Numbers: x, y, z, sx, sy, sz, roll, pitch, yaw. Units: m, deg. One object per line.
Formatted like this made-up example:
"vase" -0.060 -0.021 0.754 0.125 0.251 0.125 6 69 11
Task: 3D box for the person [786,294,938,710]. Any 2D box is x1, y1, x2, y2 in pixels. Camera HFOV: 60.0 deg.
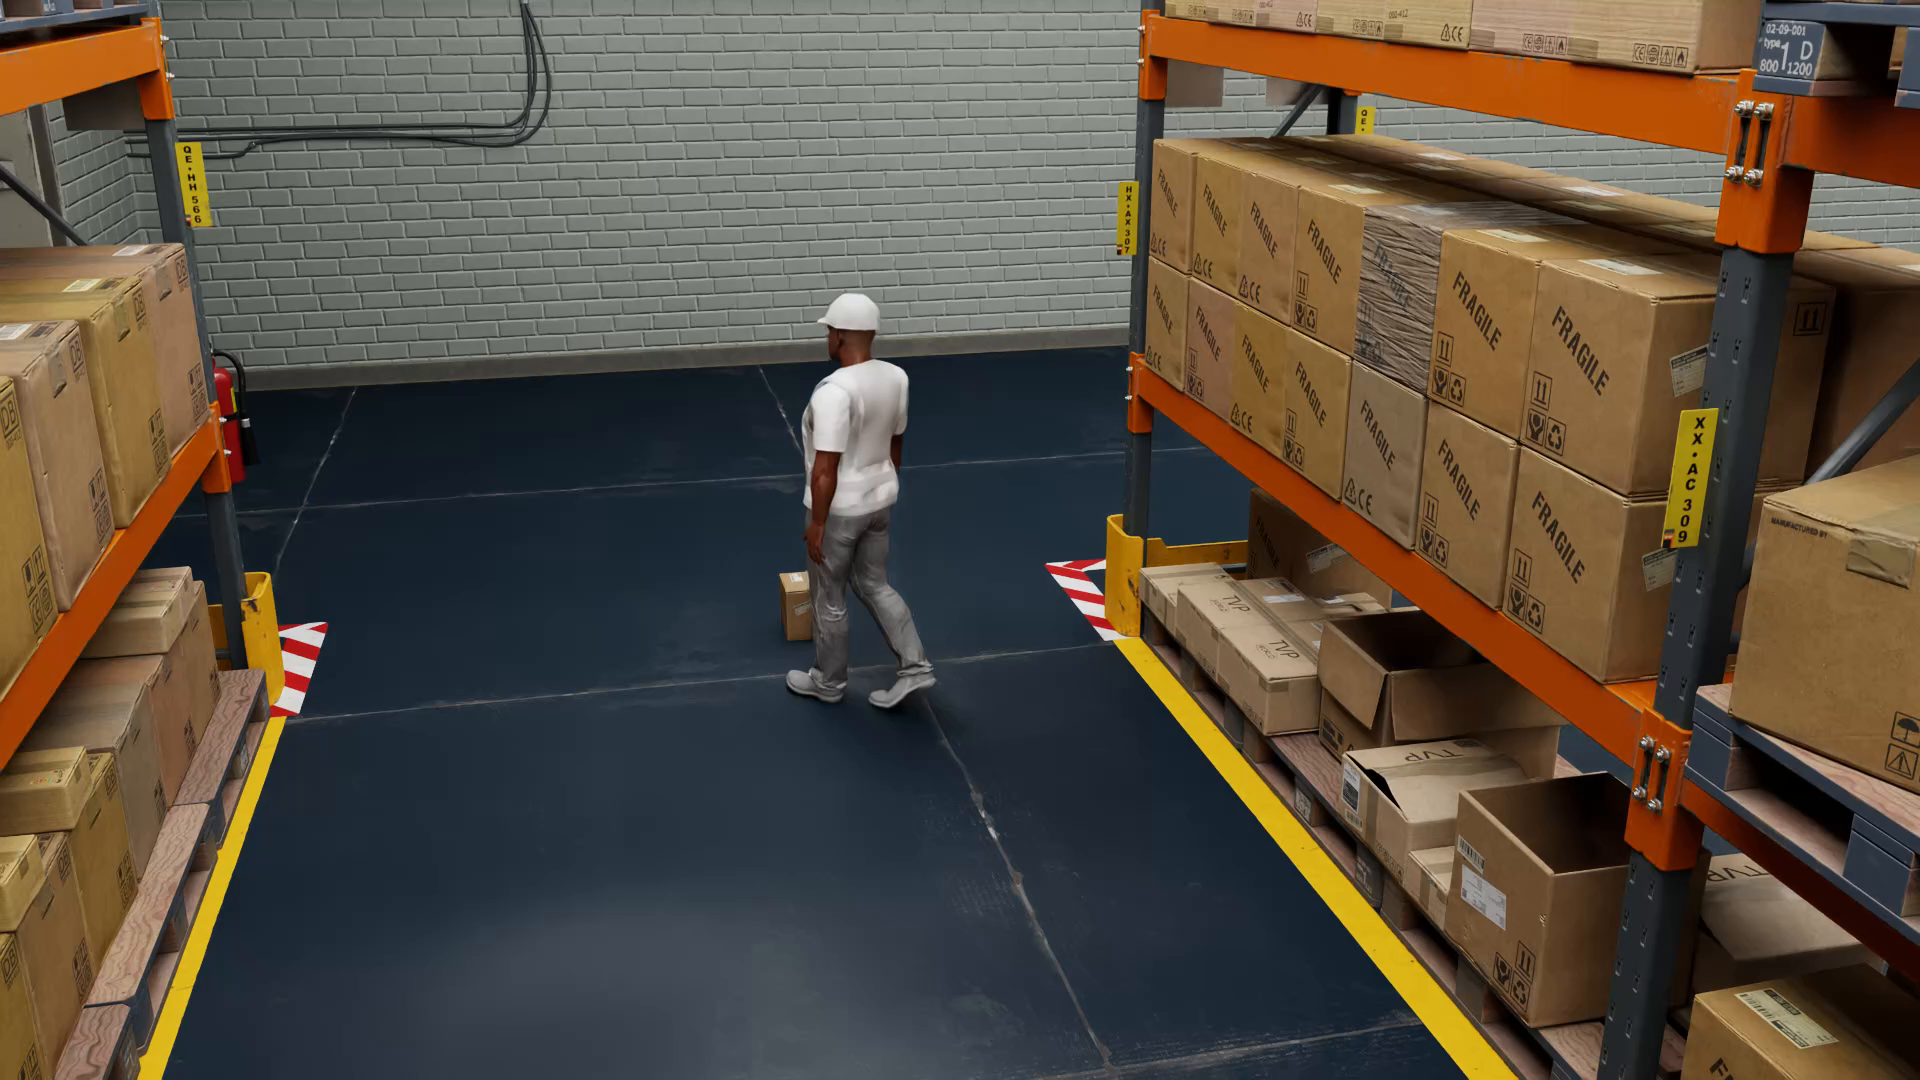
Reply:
"person" -0.452 -0.141 6.921 0.679 1.765 0.598 13 24 33
